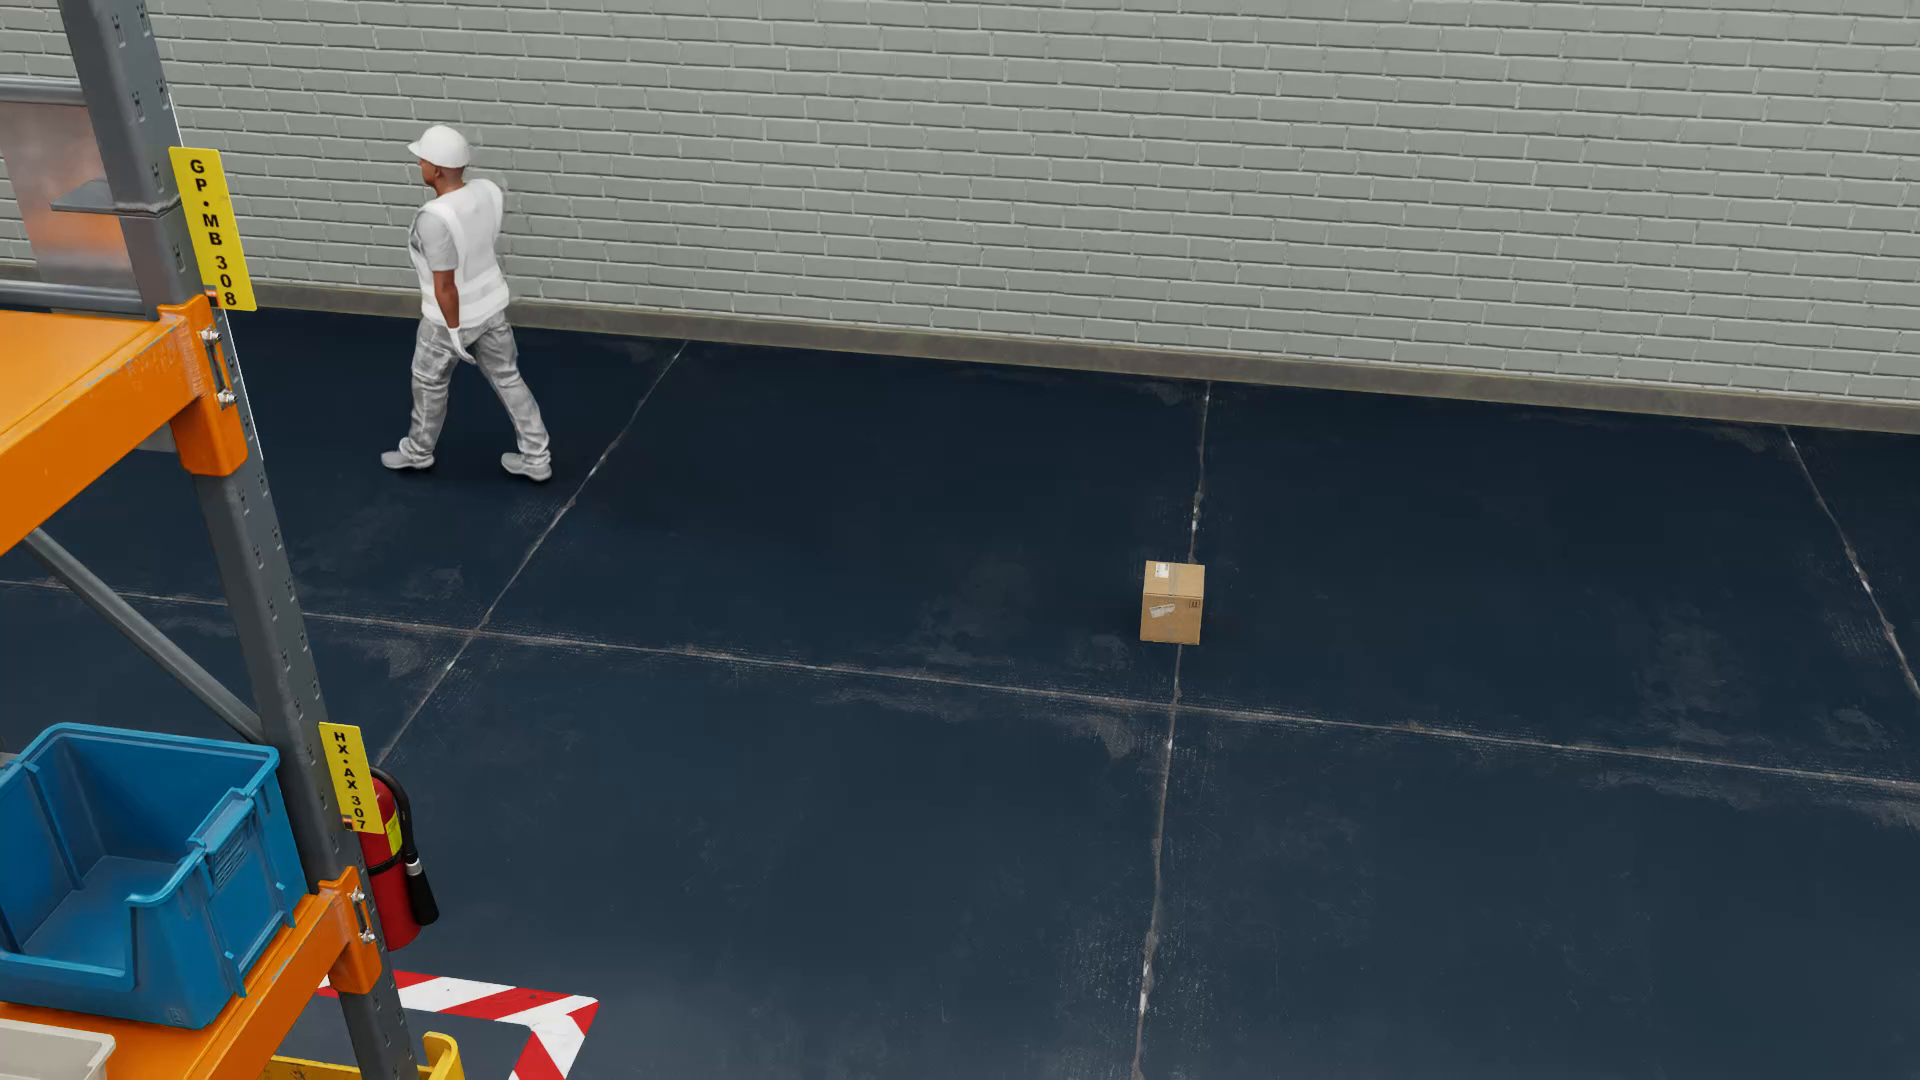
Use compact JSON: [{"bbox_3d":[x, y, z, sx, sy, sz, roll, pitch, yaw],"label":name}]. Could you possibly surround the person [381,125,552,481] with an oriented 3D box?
[{"bbox_3d":[-2.437,-1.125,7.882,0.892,1.754,0.561,14,35,21],"label":"person"}]
